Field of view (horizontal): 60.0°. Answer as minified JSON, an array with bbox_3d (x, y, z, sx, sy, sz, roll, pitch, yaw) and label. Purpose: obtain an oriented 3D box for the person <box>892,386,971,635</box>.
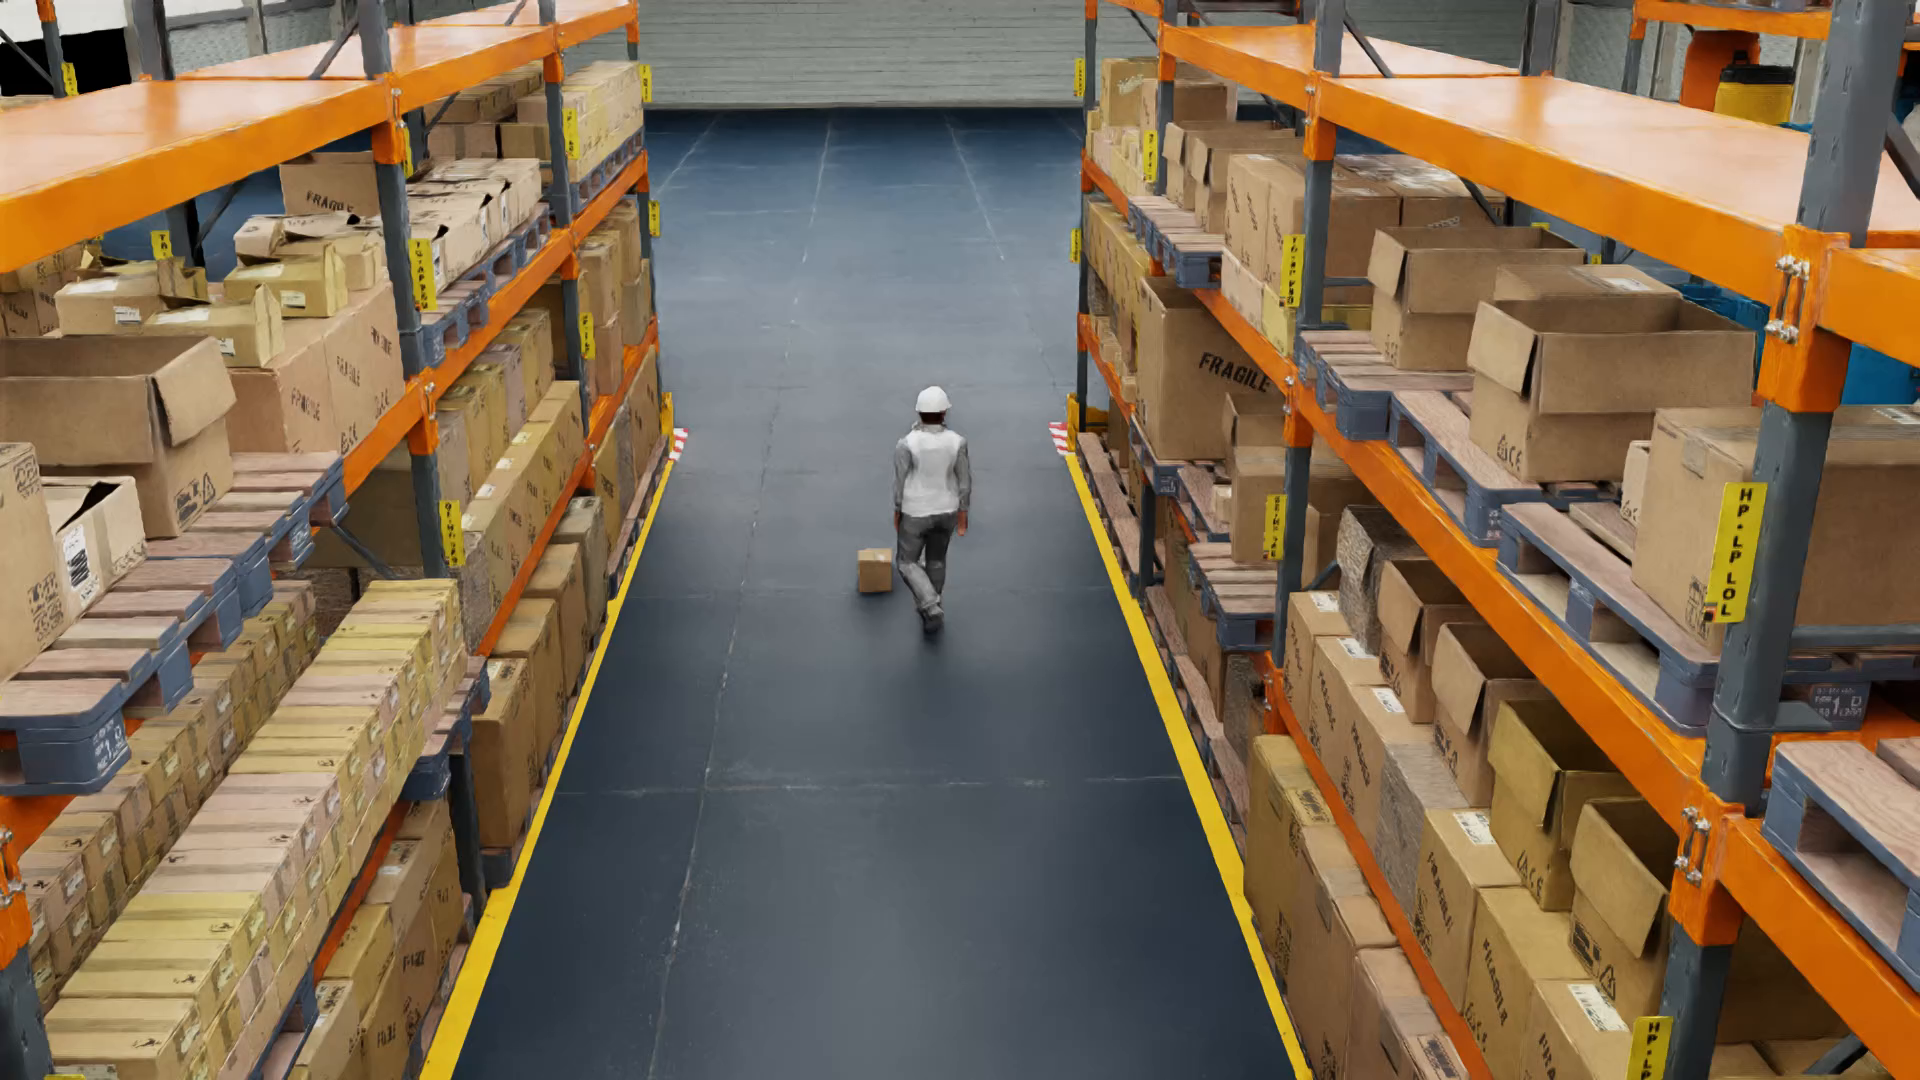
[{"bbox_3d":[-0.204,-0.205,11.597,0.544,1.766,0.803,-8,22,-20],"label":"person"}]
